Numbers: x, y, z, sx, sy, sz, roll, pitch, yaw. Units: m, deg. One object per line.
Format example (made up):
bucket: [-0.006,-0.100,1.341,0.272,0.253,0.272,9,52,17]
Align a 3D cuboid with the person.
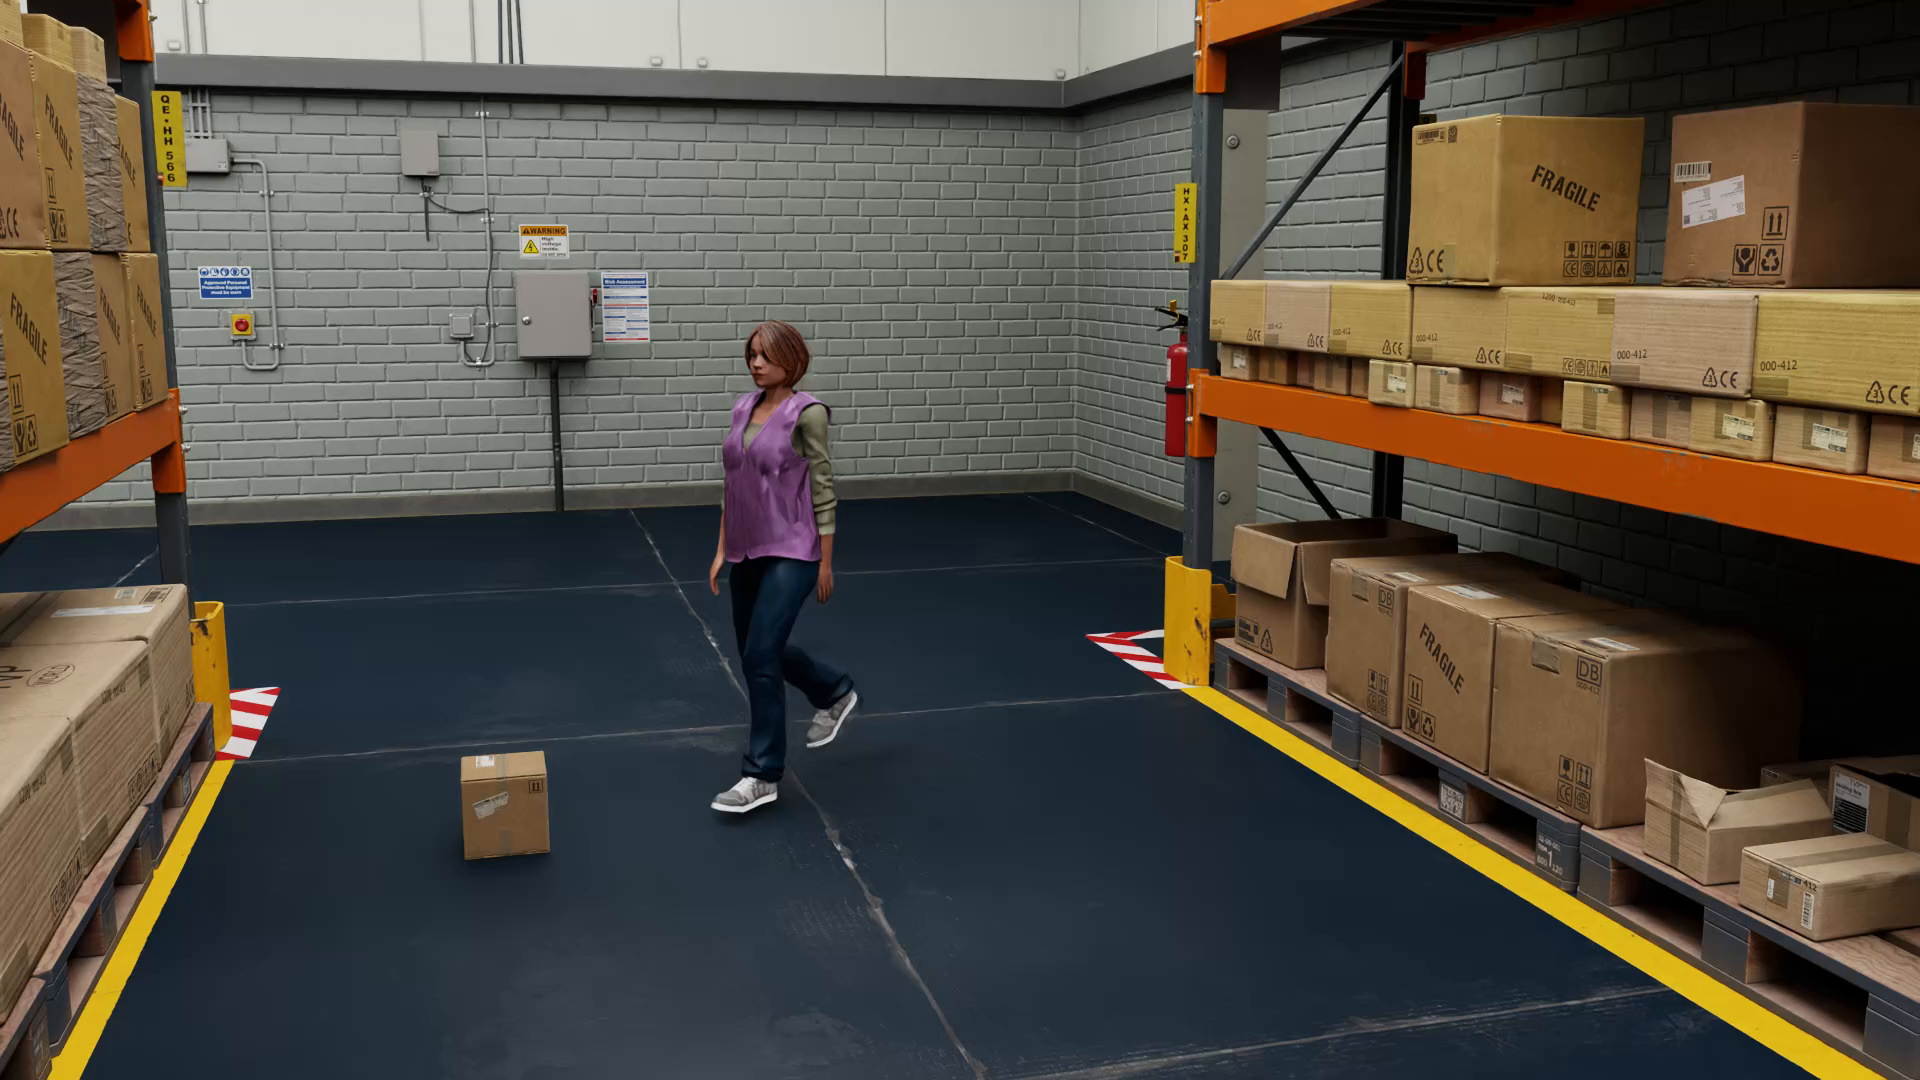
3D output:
person: [-0.593,0.054,5.543,0.411,1.568,0.803,8,12,39]
